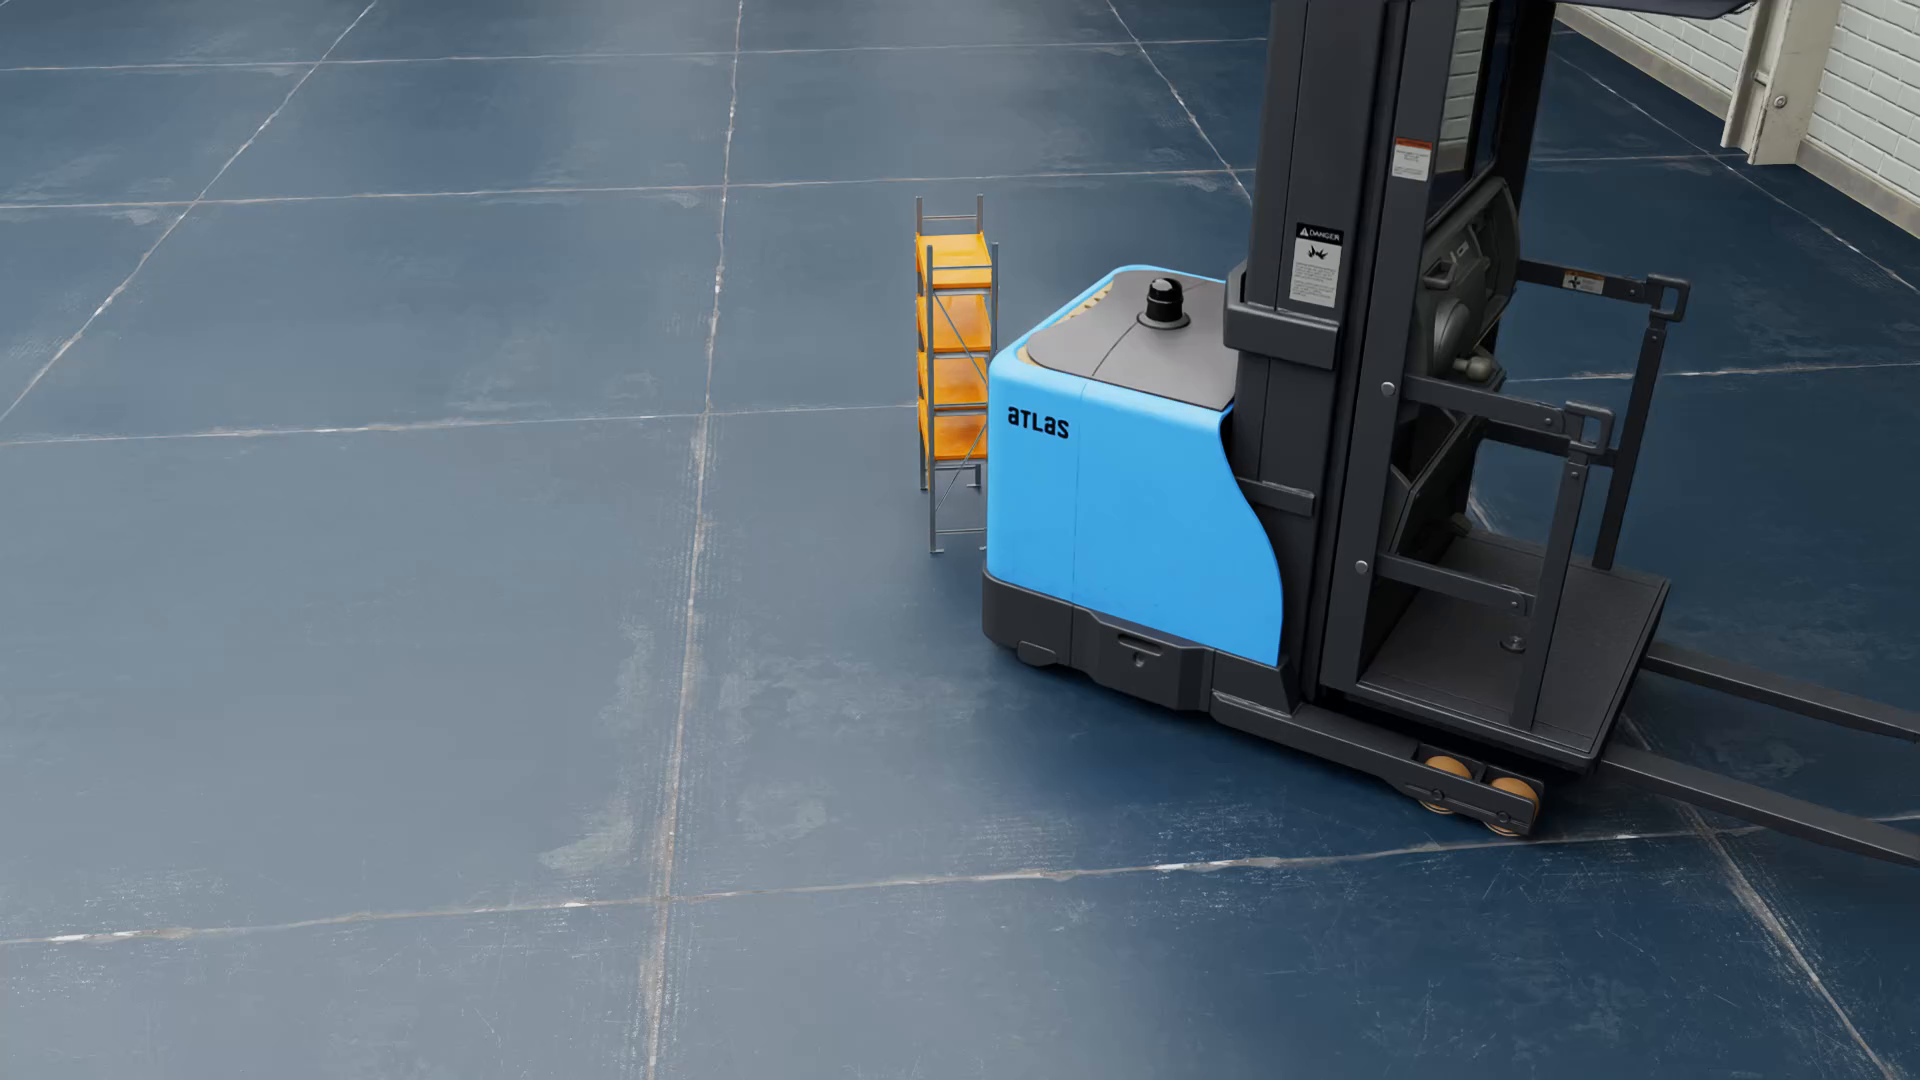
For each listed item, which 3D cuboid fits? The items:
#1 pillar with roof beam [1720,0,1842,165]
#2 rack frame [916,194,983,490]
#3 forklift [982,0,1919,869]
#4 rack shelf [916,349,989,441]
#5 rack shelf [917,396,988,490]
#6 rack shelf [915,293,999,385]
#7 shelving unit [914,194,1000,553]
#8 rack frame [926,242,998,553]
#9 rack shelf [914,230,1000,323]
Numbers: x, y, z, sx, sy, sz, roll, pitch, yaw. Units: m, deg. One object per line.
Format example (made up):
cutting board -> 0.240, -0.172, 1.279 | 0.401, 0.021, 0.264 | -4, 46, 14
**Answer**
pillar with roof beam -> 0.630, -6.032, 7.574 | 9.100, 9.000, 0.400 | -3, 31, -5
rack frame -> -0.038, -0.724, 6.292 | 0.240, 1.200, 0.015 | -3, 31, -5
forklift -> 1.603, -0.713, 4.586 | 3.031, 2.935, 1.130 | 17, 35, 26
rack shelf -> -0.015, -0.542, 6.118 | 0.258, 0.148, 0.480 | -3, 31, -5
rack shelf -> -0.015, -0.371, 6.220 | 0.258, 0.148, 0.480 | -3, 31, -5
rack shelf -> -0.015, -0.734, 6.004 | 0.258, 0.148, 0.480 | -3, 31, -5
shelving unit -> -0.015, -0.600, 6.084 | 0.258, 1.200, 0.503 | -3, 31, -5
rack frame -> 0.007, -0.475, 5.875 | 0.240, 1.200, 0.015 | -3, 31, -5
rack shelf -> -0.015, -0.937, 5.882 | 0.258, 0.148, 0.480 | -3, 31, -5
